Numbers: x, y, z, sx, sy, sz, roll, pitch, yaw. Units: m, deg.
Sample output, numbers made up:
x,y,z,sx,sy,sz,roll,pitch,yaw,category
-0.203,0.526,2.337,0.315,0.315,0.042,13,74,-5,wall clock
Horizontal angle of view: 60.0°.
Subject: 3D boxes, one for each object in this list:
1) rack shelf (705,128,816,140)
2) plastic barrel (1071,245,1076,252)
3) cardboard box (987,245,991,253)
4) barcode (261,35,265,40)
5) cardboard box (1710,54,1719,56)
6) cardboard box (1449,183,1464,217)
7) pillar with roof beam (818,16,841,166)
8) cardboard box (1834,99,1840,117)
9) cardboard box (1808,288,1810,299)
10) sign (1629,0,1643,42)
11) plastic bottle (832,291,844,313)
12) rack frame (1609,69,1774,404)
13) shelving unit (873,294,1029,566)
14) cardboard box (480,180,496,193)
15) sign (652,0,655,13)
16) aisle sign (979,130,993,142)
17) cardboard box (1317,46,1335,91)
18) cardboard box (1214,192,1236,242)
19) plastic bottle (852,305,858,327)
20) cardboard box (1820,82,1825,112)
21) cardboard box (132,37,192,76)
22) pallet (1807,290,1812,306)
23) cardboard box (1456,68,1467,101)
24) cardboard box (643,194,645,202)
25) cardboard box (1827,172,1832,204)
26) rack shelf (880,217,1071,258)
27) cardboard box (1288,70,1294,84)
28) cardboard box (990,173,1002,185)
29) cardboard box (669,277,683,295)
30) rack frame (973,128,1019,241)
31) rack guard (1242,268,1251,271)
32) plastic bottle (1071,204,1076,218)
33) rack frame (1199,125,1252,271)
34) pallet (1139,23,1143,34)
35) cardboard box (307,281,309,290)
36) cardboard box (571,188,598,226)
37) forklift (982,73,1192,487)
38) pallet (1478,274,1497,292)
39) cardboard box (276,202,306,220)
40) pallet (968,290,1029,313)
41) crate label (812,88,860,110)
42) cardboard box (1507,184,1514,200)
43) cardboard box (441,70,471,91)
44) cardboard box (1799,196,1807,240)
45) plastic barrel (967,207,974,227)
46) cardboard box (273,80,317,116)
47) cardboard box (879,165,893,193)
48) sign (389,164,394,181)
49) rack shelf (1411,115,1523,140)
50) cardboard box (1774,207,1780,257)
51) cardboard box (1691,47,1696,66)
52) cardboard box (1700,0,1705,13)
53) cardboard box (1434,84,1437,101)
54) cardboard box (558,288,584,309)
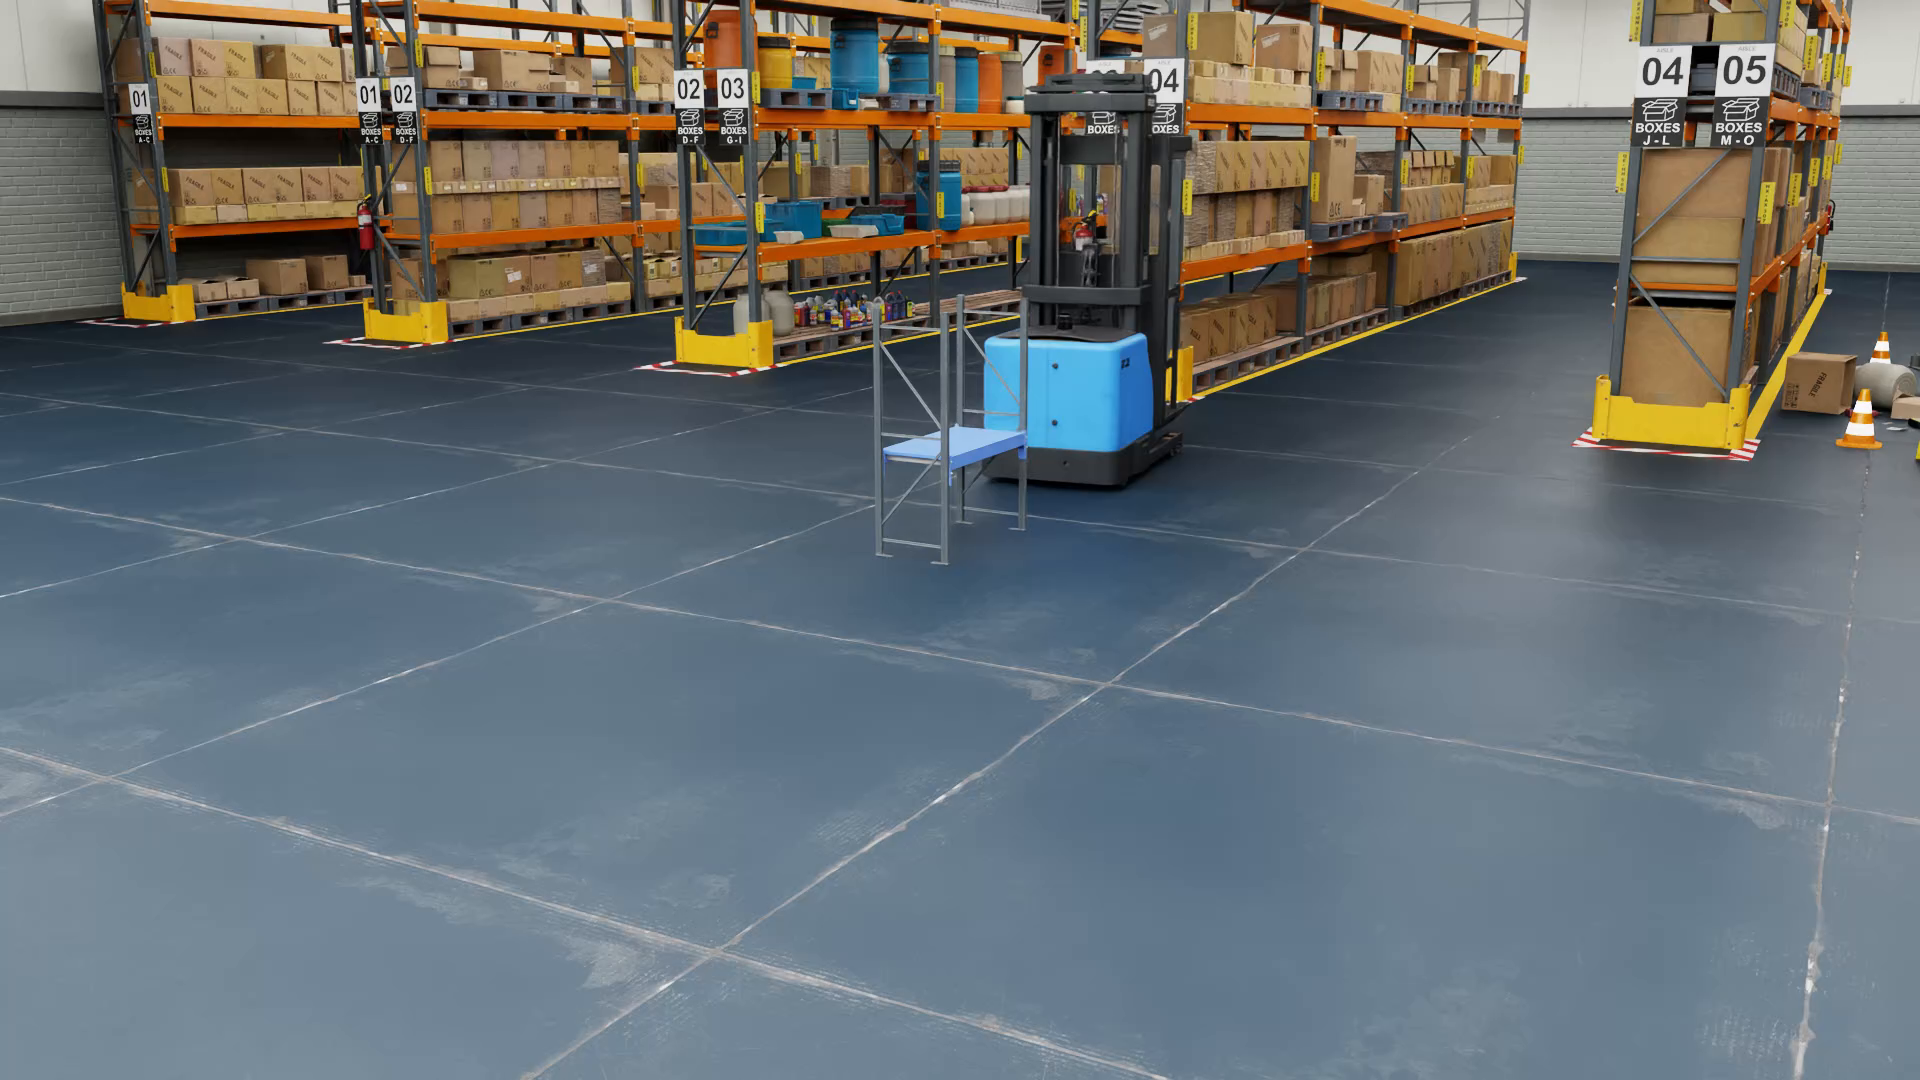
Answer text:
x,y,z,sx,sy,sz,roll,pitch,yaw,category
-4.569,-8.547,34.720,1.077,0.370,4.000,7,15,28,rack shelf
1.970,-4.451,26.844,0.600,0.588,0.708,7,15,28,plastic barrel
0.414,-5.912,33.764,0.380,0.166,0.250,7,15,28,cardboard box
-10.452,-7.532,24.923,0.001,0.075,0.075,7,15,28,barcode
6.686,-4.523,15.072,0.500,0.250,0.500,8,15,29,cardboard box
7.485,-5.266,25.764,0.500,0.500,0.500,7,15,28,cardboard box
0.714,-10.929,36.668,9.100,9.000,0.400,7,15,28,pillar with roof beam
12.979,-6.527,25.129,0.500,0.250,0.500,8,16,31,cardboard box
12.223,-3.618,24.329,0.380,0.149,0.250,7,15,26,cardboard box
5.496,-4.214,13.494,0.100,0.325,0.005,7,15,28,sign
-1.575,-3.033,21.428,0.144,0.351,0.185,7,15,26,plastic bottle
5.964,-2.300,13.673,1.000,3.000,0.127,7,15,28,rack frame
-0.041,-0.712,10.285,0.538,1.500,1.048,7,15,28,shelving unit
-6.250,-4.583,21.545,0.380,0.149,0.250,7,15,27,cardboard box
-6.010,-10.544,32.736,0.100,0.325,0.005,7,15,28,sign
0.512,-8.599,34.256,0.394,0.787,0.004,7,15,28,aisle sign
3.919,-5.501,19.435,0.797,0.503,0.637,7,15,25,cardboard box
2.377,-3.399,17.386,0.875,0.500,0.500,7,15,28,cardboard box
-1.301,-2.759,20.459,0.097,0.271,0.097,0,14,0,plastic bottle
10.576,-5.638,20.908,0.500,0.500,0.500,7,15,28,cardboard box
-10.938,-6.620,22.804,0.500,0.500,0.500,6,15,24,cardboard box
12.648,-3.799,25.842,1.003,0.211,1.213,7,15,28,pallet
7.798,-7.271,26.572,0.700,0.500,0.500,6,15,25,cardboard box
-6.104,-6.559,31.831,0.380,0.149,0.250,7,15,26,cardboard box
13.707,-5.654,26.739,0.500,0.500,0.500,8,16,29,cardboard box
0.236,-4.325,23.608,1.077,0.370,4.000,7,15,28,rack shelf
3.446,-5.077,18.262,0.380,0.149,0.250,7,15,25,cardboard box
0.510,-7.107,33.401,0.500,0.500,0.500,8,15,29,cardboard box
-4.405,-3.853,25.087,0.500,0.250,0.500,8,16,29,cardboard box
0.736,-7.288,34.365,1.000,3.000,0.127,7,15,28,rack frame
5.071,-5.518,32.353,1.175,0.500,0.348,7,15,28,rack guard
1.695,-5.077,25.457,0.152,0.276,0.135,7,15,28,plastic bottle
5.070,-6.726,32.034,1.000,3.000,0.127,7,15,28,rack frame
2.763,-8.363,27.277,1.003,0.211,1.213,7,15,28,pallet
-10.194,-3.889,25.408,0.380,0.149,0.250,6,15,24,cardboard box
-5.523,-4.674,23.309,0.700,0.500,0.500,7,15,27,cardboard box
1.159,-2.113,13.043,1.130,2.935,3.031,5,14,20,forklift
8.497,-4.387,28.281,1.003,0.211,1.213,7,15,28,pallet
-10.087,-4.883,24.663,0.500,0.250,0.500,8,15,29,cardboard box
0.794,-3.575,24.911,1.003,0.211,1.213,7,15,28,pallet
-1.470,-5.176,19.521,0.502,0.251,0.408,7,15,28,crate label
9.404,-6.107,29.152,0.500,0.250,0.500,7,15,27,cardboard box
-6.673,-5.929,21.453,0.500,0.250,0.500,7,15,28,cardboard box
9.849,-3.867,19.960,0.500,0.500,0.500,7,15,28,cardboard box
0.043,-4.451,22.892,0.301,0.262,0.301,0,14,0,plastic barrel
-9.921,-6.551,24.652,0.500,0.500,0.500,7,15,26,cardboard box
-1.622,-6.649,30.602,0.700,0.500,0.500,2,14,9,cardboard box
-8.925,-5.748,26.128,0.100,0.325,0.005,7,15,28,sign
8.439,-6.863,27.737,1.077,0.370,4.000,7,15,28,rack shelf
7.730,-3.116,16.740,0.875,0.550,0.550,7,15,28,cardboard box
5.951,-4.047,13.946,0.380,0.149,0.250,8,15,29,cardboard box
6.076,-4.488,14.073,0.380,0.149,0.250,8,16,29,cardboard box
6.863,-6.749,25.020,0.500,0.311,0.500,7,15,26,cardboard box
-5.577,-3.368,23.075,0.500,0.250,0.500,7,15,28,cardboard box
